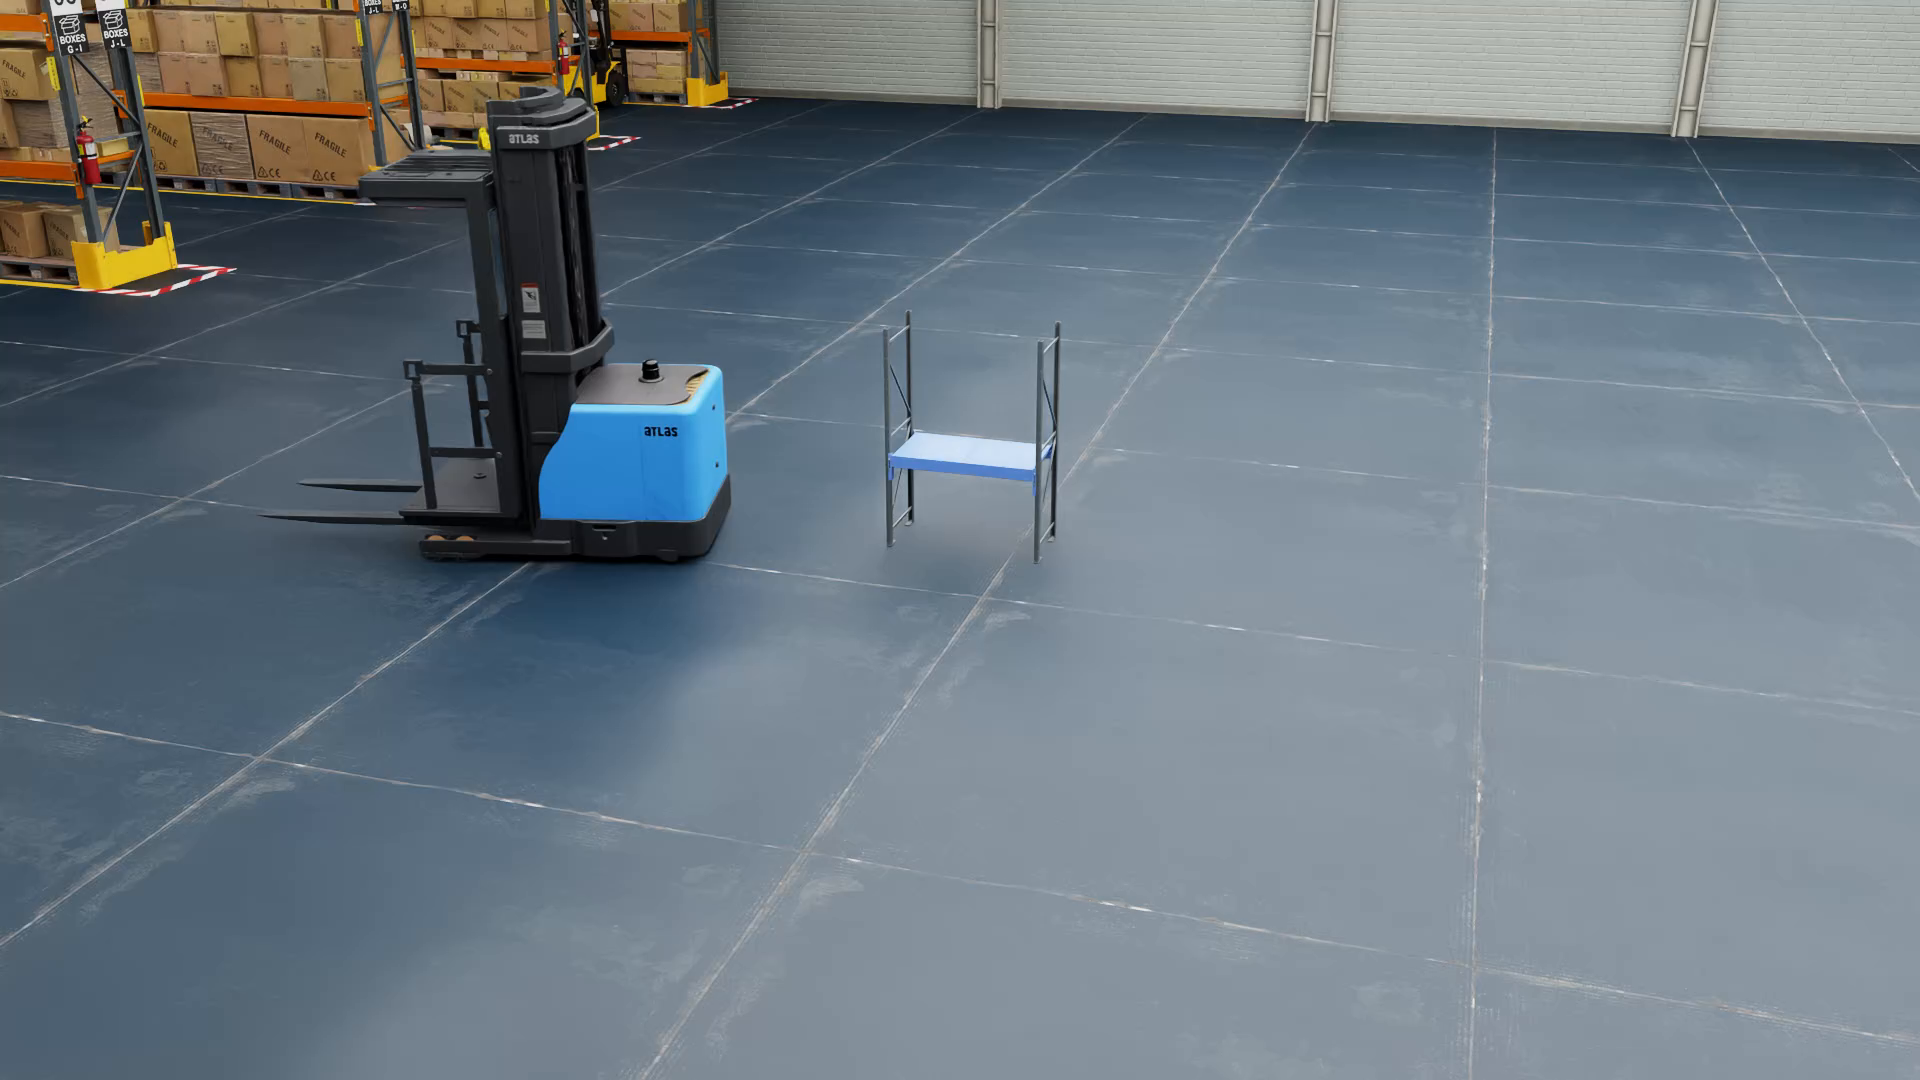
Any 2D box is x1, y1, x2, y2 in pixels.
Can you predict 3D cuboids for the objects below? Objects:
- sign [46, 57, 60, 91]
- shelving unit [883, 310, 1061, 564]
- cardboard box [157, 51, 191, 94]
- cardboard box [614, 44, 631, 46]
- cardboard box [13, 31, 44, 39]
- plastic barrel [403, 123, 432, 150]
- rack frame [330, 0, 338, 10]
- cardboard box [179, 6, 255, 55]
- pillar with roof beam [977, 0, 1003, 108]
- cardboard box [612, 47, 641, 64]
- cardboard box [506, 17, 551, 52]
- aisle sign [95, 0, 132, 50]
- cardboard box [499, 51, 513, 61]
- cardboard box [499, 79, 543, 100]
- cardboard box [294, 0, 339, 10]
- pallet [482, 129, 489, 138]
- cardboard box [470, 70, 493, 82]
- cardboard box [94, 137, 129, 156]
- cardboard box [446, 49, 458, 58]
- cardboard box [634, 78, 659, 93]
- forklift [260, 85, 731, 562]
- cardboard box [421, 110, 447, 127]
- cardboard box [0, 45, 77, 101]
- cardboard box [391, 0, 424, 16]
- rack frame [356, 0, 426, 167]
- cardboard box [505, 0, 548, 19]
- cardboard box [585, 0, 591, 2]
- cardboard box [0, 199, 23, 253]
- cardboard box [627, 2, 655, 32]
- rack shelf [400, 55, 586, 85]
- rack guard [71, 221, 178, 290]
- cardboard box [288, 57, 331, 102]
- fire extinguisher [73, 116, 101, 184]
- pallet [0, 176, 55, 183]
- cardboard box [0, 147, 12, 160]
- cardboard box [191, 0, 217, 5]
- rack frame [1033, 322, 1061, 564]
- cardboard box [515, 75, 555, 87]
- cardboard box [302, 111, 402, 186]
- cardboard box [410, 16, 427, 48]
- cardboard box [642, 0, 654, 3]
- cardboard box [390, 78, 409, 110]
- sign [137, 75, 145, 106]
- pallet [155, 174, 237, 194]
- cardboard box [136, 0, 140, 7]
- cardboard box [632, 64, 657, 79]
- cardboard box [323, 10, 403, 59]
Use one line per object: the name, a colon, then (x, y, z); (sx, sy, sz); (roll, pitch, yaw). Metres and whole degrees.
sign: (-9.261, -4.762, 16.986); (0.005, 0.325, 0.100); (7, 23, 16)
shelving unit: (0.082, -0.685, 10.963); (1.048, 1.500, 0.538); (7, 23, 16)
cardboard box: (-10.491, -6.491, 22.944); (0.550, 0.550, 0.875); (7, 23, 16)
cardboard box: (-6.638, -9.362, 31.892); (0.500, 0.250, 0.500); (6, 23, 14)
cardboard box: (-12.835, -7.182, 23.377); (0.500, 0.500, 0.700); (7, 23, 16)
plastic barrel: (-8.633, -6.365, 26.229); (0.512, 0.421, 0.421); (-14, 26, -30)
rack frame: (-10.048, -8.319, 27.599); (0.127, 3.000, 1.000); (7, 23, 16)
cardboard box: (-10.001, -6.898, 22.514); (0.550, 0.550, 0.875); (7, 23, 16)
pillar with roof beam: (-0.694, -10.642, 25.356); (0.400, 9.000, 9.100); (7, 23, 16)
cardboard box: (-6.296, -9.112, 31.284); (0.500, 0.250, 0.500); (7, 23, 16)
cardboard box: (-6.818, -8.024, 26.355); (0.500, 0.500, 0.500); (6, 23, 15)
aisle sign: (-8.935, -5.585, 17.508); (0.004, 0.787, 0.394); (7, 23, 16)
cardboard box: (-7.152, -7.751, 26.545); (0.250, 0.149, 0.380); (6, 23, 15)
cardboard box: (-7.061, -7.143, 26.812); (0.500, 0.500, 0.500); (7, 23, 16)
cardboard box: (-10.557, -8.665, 27.364); (0.500, 0.500, 0.500); (6, 23, 15)
pallet: (-7.059, -6.701, 27.327); (1.213, 0.211, 1.003); (7, 23, 16)
cardboard box: (-7.672, -7.487, 26.798); (0.250, 0.149, 0.380); (7, 23, 16)
cardboard box: (-9.285, -4.282, 18.087); (0.250, 0.149, 0.380); (7, 23, 16)
cardboard box: (-8.096, -7.902, 26.913); (0.250, 0.149, 0.380); (7, 23, 16)
cardboard box: (-5.803, -8.601, 31.356); (0.500, 0.250, 0.500); (7, 23, 15)
forklift: (-3.144, -1.411, 10.849); (3.031, 2.935, 1.130); (1, 22, 3)
cardboard box: (-8.538, -6.967, 27.372); (0.500, 0.250, 0.500); (6, 23, 15)
cardboard box: (-9.679, -4.897, 17.415); (0.500, 0.500, 0.500); (7, 23, 16)
cardboard box: (-8.734, -8.710, 26.710); (0.500, 0.500, 0.700); (6, 23, 14)
rack frame: (-7.552, -6.071, 22.118); (0.127, 3.000, 1.000); (7, 23, 16)
cardboard box: (-6.771, -8.504, 26.207); (0.500, 0.500, 0.700); (6, 23, 14)
cardboard box: (-6.914, -10.162, 31.105); (0.250, 0.149, 0.380); (6, 23, 14)
cardboard box: (-10.850, -3.521, 18.642); (0.500, 0.500, 0.500); (9, 24, 20)
cardboard box: (-5.829, -9.750, 30.954); (0.500, 0.500, 0.500); (7, 23, 17)
rack shelf: (-8.133, -7.767, 27.201); (4.000, 0.370, 1.077); (7, 23, 16)
rack guard: (-9.154, -3.132, 18.246); (0.348, 0.500, 1.175); (7, 23, 16)
cardboard box: (-8.453, -6.217, 22.276); (0.550, 0.550, 0.875); (7, 23, 16)
fire extinguisher: (-9.105, -4.064, 17.328); (0.183, 0.674, 0.296); (7, 23, 16)
pallet: (-13.313, -5.410, 24.180); (1.213, 0.211, 1.003); (7, 23, 16)
cardboard box: (-10.142, -4.189, 17.862); (0.250, 0.149, 0.380); (7, 23, 16)
cardboard box: (-12.502, -8.892, 27.918); (0.500, 0.500, 0.500); (7, 23, 16)
rack frame: (0.568, -0.629, 10.827); (0.032, 1.500, 0.500); (7, 23, 16)
cardboard box: (-6.934, -7.341, 27.296); (0.500, 0.500, 0.500); (6, 23, 14)
cardboard box: (-8.220, -5.333, 22.564); (0.875, 0.875, 0.875); (7, 23, 16)
cardboard box: (-8.743, -8.247, 26.899); (0.500, 0.500, 0.500); (6, 23, 15)
cardboard box: (-5.685, -10.035, 30.795); (0.250, 0.149, 0.380); (7, 23, 17)
cardboard box: (-9.045, -7.371, 27.369); (0.500, 0.500, 0.500); (8, 23, 18)
sign: (-8.925, -4.878, 18.068); (0.005, 0.325, 0.100); (7, 23, 16)
pallet: (-10.676, -5.108, 23.444); (1.213, 0.211, 1.003); (7, 23, 15)
cardboard box: (-14.279, -9.409, 28.807); (0.500, 0.500, 0.500); (6, 23, 14)
cardboard box: (-5.822, -8.837, 31.271); (0.500, 0.250, 0.500); (6, 23, 15)
cardboard box: (-7.896, -6.695, 22.018); (0.550, 0.550, 0.875); (7, 23, 16)
